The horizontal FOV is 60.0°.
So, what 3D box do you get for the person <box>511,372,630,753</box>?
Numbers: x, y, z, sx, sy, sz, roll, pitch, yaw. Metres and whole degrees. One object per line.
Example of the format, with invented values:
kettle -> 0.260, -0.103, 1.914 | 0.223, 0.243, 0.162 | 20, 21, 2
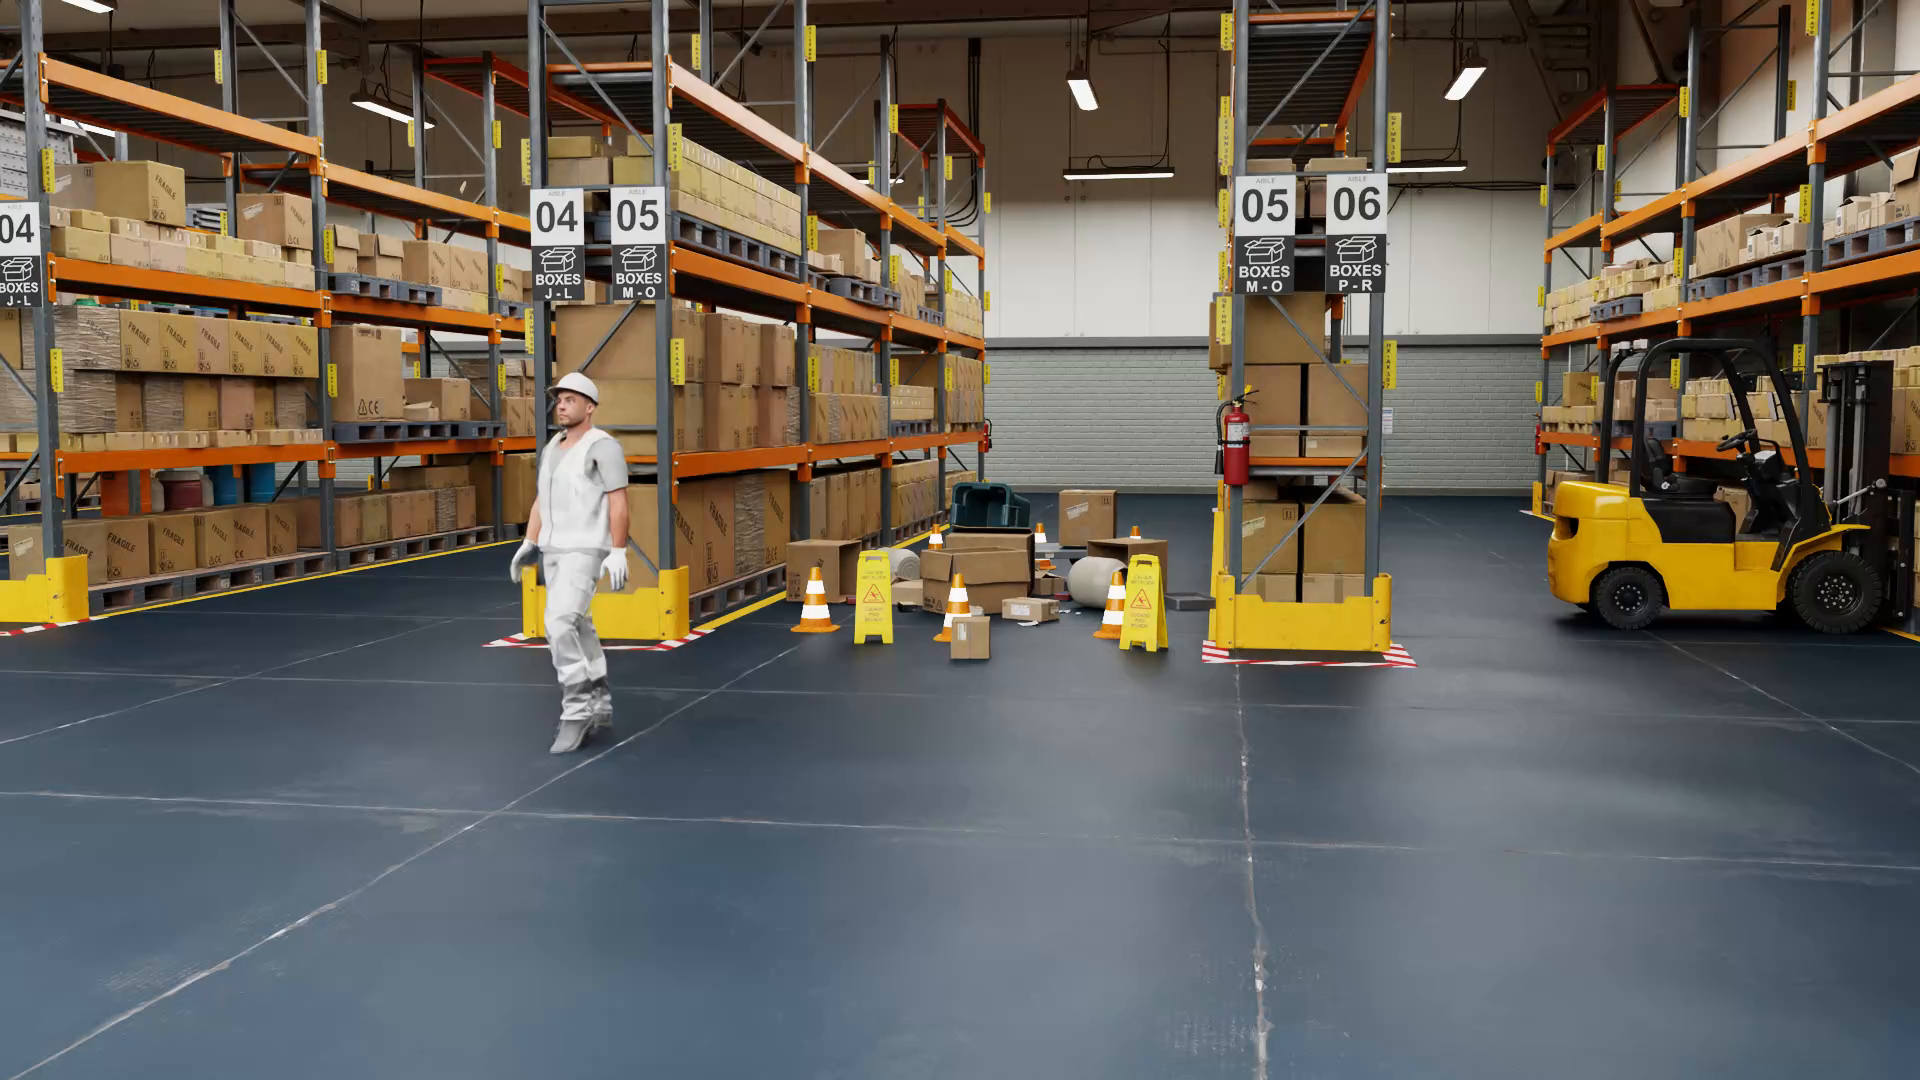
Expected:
person -> -1.906, 0.103, 8.124 | 0.528, 1.839, 0.495 | 4, 6, 42
